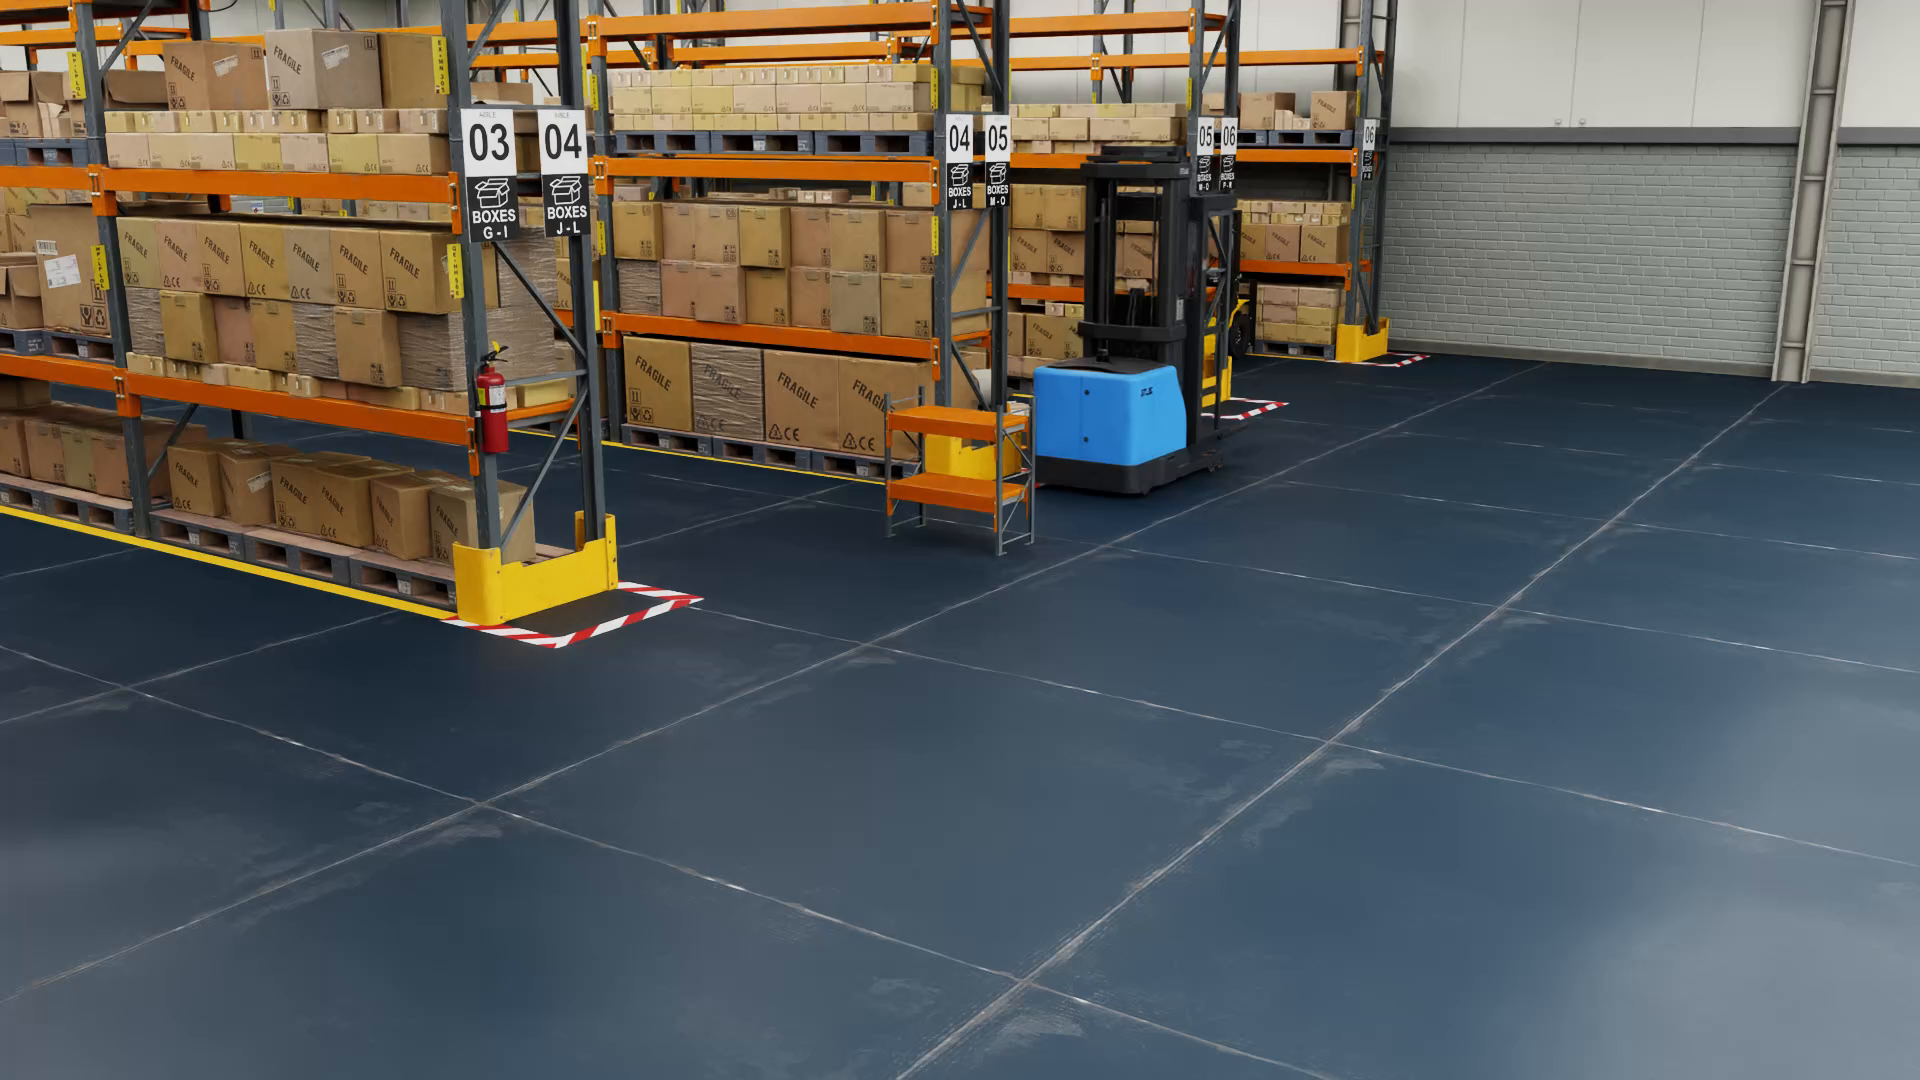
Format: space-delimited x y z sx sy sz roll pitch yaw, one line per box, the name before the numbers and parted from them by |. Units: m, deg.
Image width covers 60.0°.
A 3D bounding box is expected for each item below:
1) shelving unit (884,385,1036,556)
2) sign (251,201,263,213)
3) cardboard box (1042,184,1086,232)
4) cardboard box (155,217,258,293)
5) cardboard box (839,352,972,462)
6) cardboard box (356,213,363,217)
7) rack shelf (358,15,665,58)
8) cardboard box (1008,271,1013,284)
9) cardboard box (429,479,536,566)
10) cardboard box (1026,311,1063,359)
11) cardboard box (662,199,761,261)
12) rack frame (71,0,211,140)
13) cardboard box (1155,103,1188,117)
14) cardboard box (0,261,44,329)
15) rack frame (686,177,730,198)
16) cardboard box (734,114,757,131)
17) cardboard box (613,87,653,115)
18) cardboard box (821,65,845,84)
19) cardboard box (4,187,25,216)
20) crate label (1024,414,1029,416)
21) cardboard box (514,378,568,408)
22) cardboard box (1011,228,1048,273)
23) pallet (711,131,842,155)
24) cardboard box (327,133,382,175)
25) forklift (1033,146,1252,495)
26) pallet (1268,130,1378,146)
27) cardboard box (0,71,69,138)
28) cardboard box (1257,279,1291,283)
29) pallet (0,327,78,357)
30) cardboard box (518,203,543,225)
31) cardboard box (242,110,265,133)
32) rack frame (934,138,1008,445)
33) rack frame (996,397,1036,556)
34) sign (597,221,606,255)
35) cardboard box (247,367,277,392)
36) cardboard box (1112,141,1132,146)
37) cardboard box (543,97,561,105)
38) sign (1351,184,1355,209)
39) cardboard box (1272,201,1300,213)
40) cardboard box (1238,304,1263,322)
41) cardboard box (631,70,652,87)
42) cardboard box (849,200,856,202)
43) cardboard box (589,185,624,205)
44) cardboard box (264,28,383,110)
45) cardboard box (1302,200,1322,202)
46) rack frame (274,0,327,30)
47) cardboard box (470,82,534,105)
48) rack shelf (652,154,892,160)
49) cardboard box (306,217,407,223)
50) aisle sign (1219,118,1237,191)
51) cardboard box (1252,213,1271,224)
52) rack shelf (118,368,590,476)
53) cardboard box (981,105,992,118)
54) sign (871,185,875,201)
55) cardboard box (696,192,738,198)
shelving unit | -0.006 -0.547 12.692 1.048 1.125 0.538 9 17 33
sign | -13.787 -6.384 32.566 0.001 0.494 0.329 9 17 33
cardboard box | 1.342 -3.827 19.134 0.500 0.500 0.700 9 16 32
cardboard box | -5.419 -2.068 12.026 0.500 0.500 0.500 9 17 33
cardboard box | -0.494 -1.257 15.205 0.875 0.875 0.875 9 17 33
cardboard box | -9.407 -4.945 26.351 0.500 0.500 0.500 9 17 32
rack shelf | -4.873 -5.180 17.350 4.000 0.370 1.077 9 17 33
cardboard box | 0.604 -3.142 19.795 0.250 0.149 0.380 9 17 33
cardboard box | -3.256 -0.109 11.347 0.500 0.500 0.500 13 19 43
cardboard box | 1.124 -2.434 19.700 0.500 0.500 0.500 9 16 32
cardboard box | -2.406 -3.033 16.273 0.550 0.550 0.875 9 17 33
rack frame | -6.066 -4.479 12.192 0.127 3.000 1.000 9 17 33
cardboard box | 2.339 -4.715 18.247 0.250 0.149 0.380 9 17 33
cardboard box | -7.556 -2.035 13.714 0.637 0.503 0.797 11 18 38
rack frame | -4.406 -5.606 29.229 0.127 3.000 1.000 9 17 33
cardboard box | -1.839 -3.809 15.165 0.250 0.149 0.380 9 17 34
cardboard box | -2.964 -4.201 15.922 0.500 0.250 0.500 9 17 33
cardboard box | -0.998 -4.060 14.521 0.250 0.149 0.380 10 17 34
cardboard box | -12.524 -4.651 22.461 0.500 0.500 0.500 10 17 34
crate label | 0.683 -1.244 17.563 0.298 0.136 0.250 1 14 4
cardboard box | -2.850 -0.995 11.122 0.250 0.149 0.380 9 17 33
cardboard box | 0.944 -3.425 19.591 0.500 0.500 0.500 9 17 33
pallet | -1.533 -3.680 15.390 1.213 0.211 1.003 9 17 33
cardboard box | -3.704 -2.495 10.728 0.500 0.250 0.500 9 17 33
forklift | 1.832 -2.110 15.248 1.130 2.935 3.031 9 16 31
pallet | 4.979 -5.510 22.782 1.213 0.211 1.003 9 17 33
cardboard box | -7.183 -3.486 13.333 0.637 0.503 0.797 10 17 35
cardboard box | 4.432 -3.589 23.848 0.500 0.250 0.500 9 17 32
pallet | -7.719 -1.753 14.063 1.213 0.211 1.003 9 17 33
cardboard box | -4.476 -3.279 17.536 0.500 0.500 0.700 9 17 33
cardboard box | -4.632 -2.844 11.310 0.250 0.149 0.380 10 17 34
rack frame | 0.105 -2.006 14.686 0.127 3.000 1.000 9 17 33
rack frame | 0.416 -0.479 12.416 0.032 1.125 0.500 9 17 33
sign | -3.509 -2.957 16.281 0.005 0.325 0.100 9 17 33
cardboard box | -4.803 -1.158 11.782 0.250 0.149 0.380 9 17 33
cardboard box | 1.906 -4.402 18.645 0.250 0.149 0.380 10 17 34
cardboard box | -5.478 -5.967 23.360 0.500 0.500 0.500 9 17 33
sign | 5.237 -4.568 22.131 0.005 0.325 0.100 9 17 33
cardboard box | 4.517 -4.616 23.050 0.250 0.149 0.380 9 17 33
cardboard box | 4.123 -3.246 23.503 0.500 0.250 0.500 9 16 32
cardboard box | -2.889 -4.366 15.756 0.250 0.149 0.380 9 17 32
cardboard box | -1.583 -4.196 21.831 0.500 0.500 0.500 9 17 32
cardboard box | -4.859 -4.698 23.270 0.500 0.500 0.500 10 17 34
cardboard box | -4.174 -3.080 10.913 0.500 0.500 0.500 9 17 33
cardboard box | 4.966 -4.667 23.257 0.250 0.149 0.380 10 17 34
rack frame | -10.492 -8.065 26.675 0.127 3.000 1.000 9 17 33
cardboard box | -4.934 -4.659 17.869 0.500 0.500 0.500 9 17 33
rack shelf | -2.195 -4.918 21.704 4.000 0.370 1.077 9 17 33
cardboard box | -4.296 -2.038 11.907 0.500 0.500 0.500 9 17 33
aisle sign | 3.008 -4.322 18.631 0.004 0.787 0.394 9 17 33
cardboard box | 4.250 -4.488 23.154 0.250 0.149 0.380 9 16 31
rack shelf | -4.406 -0.950 11.915 4.000 0.370 1.077 9 17 33
cardboard box | 0.427 -5.027 19.510 0.250 0.149 0.380 9 16 31
sign | -1.382 -5.484 26.490 0.005 0.325 0.100 9 17 33
cardboard box | -4.130 -5.749 28.724 0.500 0.500 0.700 10 17 34
